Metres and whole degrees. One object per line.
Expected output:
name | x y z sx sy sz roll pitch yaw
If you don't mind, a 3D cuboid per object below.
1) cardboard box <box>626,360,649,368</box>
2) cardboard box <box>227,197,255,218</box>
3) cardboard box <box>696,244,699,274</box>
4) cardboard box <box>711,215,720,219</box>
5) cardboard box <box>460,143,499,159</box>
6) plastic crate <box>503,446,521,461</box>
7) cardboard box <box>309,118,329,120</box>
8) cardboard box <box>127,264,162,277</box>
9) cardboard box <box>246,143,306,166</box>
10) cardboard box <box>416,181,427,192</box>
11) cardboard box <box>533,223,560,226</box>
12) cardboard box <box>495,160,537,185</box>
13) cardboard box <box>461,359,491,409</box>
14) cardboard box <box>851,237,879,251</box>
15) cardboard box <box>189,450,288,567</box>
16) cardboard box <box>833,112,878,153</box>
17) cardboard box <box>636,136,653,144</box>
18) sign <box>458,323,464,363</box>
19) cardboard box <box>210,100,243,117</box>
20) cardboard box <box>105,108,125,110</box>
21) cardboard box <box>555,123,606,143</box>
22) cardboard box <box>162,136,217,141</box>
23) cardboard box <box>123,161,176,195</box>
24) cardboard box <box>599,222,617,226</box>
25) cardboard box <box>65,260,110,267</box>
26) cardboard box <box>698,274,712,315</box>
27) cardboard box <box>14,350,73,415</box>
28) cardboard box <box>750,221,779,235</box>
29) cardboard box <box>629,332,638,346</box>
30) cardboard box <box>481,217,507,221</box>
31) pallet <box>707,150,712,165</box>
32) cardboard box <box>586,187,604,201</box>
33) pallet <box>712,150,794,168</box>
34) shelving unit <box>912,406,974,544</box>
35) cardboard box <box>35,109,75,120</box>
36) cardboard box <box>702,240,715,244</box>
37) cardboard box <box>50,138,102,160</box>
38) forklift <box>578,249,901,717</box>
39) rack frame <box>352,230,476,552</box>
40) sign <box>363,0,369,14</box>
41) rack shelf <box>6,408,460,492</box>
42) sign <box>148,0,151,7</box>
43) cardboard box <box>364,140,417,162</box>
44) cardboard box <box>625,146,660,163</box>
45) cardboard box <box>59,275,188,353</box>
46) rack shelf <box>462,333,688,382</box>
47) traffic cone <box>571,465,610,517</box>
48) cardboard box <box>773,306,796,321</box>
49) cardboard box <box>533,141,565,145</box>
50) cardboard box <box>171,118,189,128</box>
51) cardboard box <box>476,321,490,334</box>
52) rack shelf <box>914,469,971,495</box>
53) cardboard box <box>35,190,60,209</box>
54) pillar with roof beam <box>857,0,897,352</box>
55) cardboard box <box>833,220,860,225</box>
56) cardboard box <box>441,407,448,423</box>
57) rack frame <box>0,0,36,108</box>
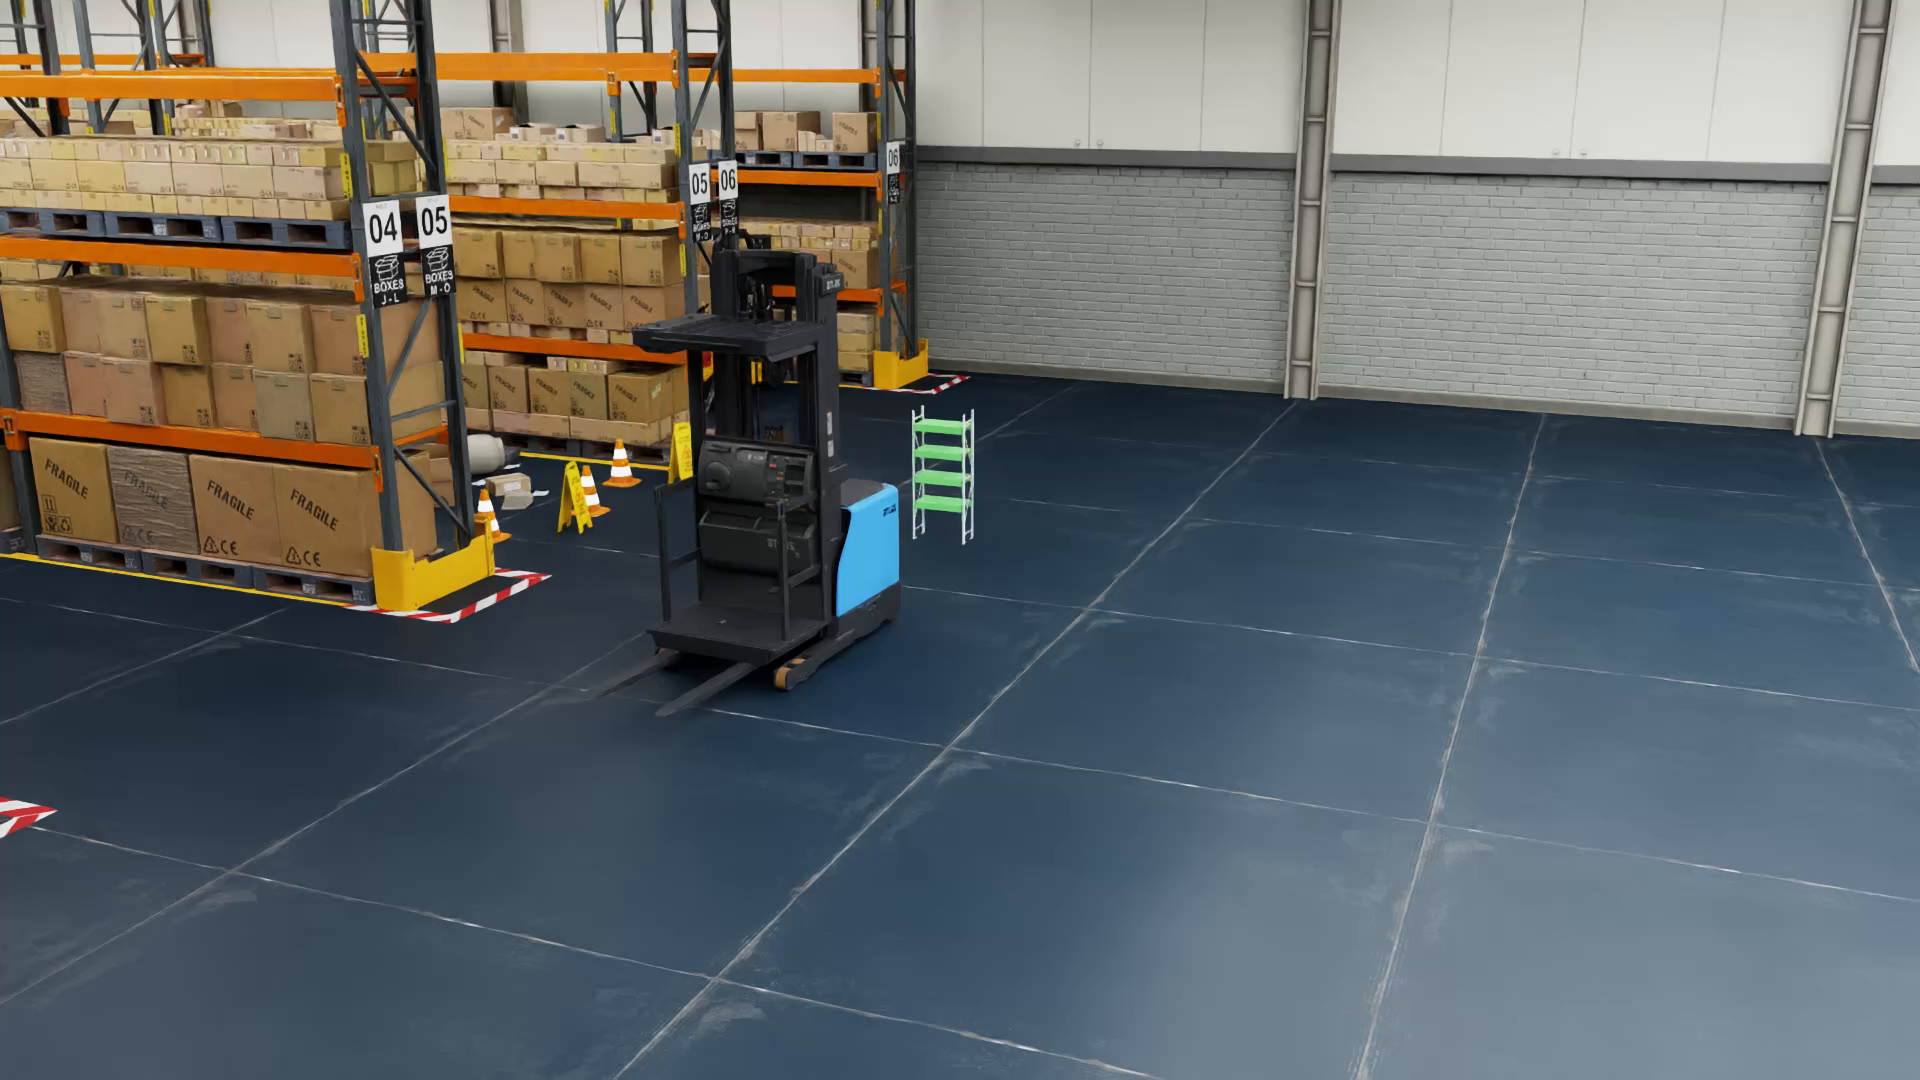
cardboard box | -3.801 -1.775 18.817 0.500 0.500 0.500 6 17 19
cardboard box | -5.505 -2.624 13.047 0.250 0.149 0.380 6 17 21
cardboard box | -3.737 -3.908 23.150 0.500 0.500 0.500 7 17 22
cardboard box | -3.412 -4.500 23.495 0.250 0.149 0.380 6 17 20
cardboard box | -5.210 -4.225 18.064 0.250 0.149 0.380 6 17 19
plastic crate | -5.203 -0.958 18.408 0.583 0.080 0.402 0 16 1
cardboard box | -9.707 -6.357 25.407 0.250 0.149 0.380 6 17 20
cardboard box | -9.750 -3.430 20.217 0.500 0.500 0.500 6 17 19
cardboard box | -5.272 -2.982 12.848 0.250 0.149 0.380 7 17 22
cardboard box | -5.940 -3.916 18.430 0.250 0.149 0.380 6 17 21
cardboard box | -5.913 -4.454 23.871 0.250 0.149 0.380 6 17 19
cardboard box | -4.639 -3.973 17.911 0.500 0.250 0.500 6 17 21
cardboard box | -5.410 -1.793 18.880 0.500 0.500 0.500 7 18 23
cardboard box | -1.249 -3.935 22.081 0.250 0.149 0.380 7 17 21
cardboard box | -5.838 -0.354 14.145 0.875 0.875 0.875 6 17 20
cardboard box | -1.325 -5.333 21.747 0.500 0.500 0.500 7 18 22
cardboard box | -4.239 -5.466 22.837 0.250 0.149 0.380 7 17 22
sign | -4.154 -1.628 13.781 0.005 0.325 0.100 6 17 21
cardboard box | -11.419 -6.719 25.876 0.258 0.266 0.396 6 17 21
cardboard box | -13.769 -6.866 26.979 0.500 0.250 0.500 6 17 21
cardboard box | -5.307 -5.680 23.282 0.500 0.311 0.500 6 17 19
cardboard box | -6.454 -3.308 13.973 0.250 0.149 0.380 6 17 20
cardboard box | -6.322 -2.924 13.364 0.500 0.250 0.500 6 17 21
cardboard box | -5.023 -4.514 24.075 0.250 0.149 0.380 6 17 19
cardboard box | -10.660 -3.656 20.491 0.500 0.500 0.500 6 17 19
cardboard box | -2.980 -2.636 18.237 0.500 0.500 0.500 6 17 20
cardboard box | -7.737 -1.477 14.689 0.550 0.550 0.875 6 17 21
cardboard box | -2.663 -4.252 22.640 0.250 0.149 0.380 7 17 21
cardboard box | -3.344 -2.184 17.843 0.250 0.149 0.380 6 17 20
cardboard box | -6.917 -4.715 24.770 0.250 0.149 0.380 6 17 20
pallet | -3.742 -5.339 23.039 1.213 0.211 1.003 6 17 21
cardboard box | -3.765 -3.705 17.701 0.250 0.149 0.380 6 17 21
pallet | -2.611 -5.214 22.608 1.213 0.211 1.003 6 17 21
shelving unit | -0.154 -0.593 15.141 0.503 1.200 0.258 6 17 21
cardboard box | -14.448 -6.785 26.701 0.500 0.250 0.500 6 17 20
cardboard box | -3.405 -4.163 22.867 0.250 0.149 0.380 6 17 20
cardboard box | -7.161 -3.189 13.563 0.250 0.149 0.380 6 17 20
forklift | -1.548 -0.492 11.688 1.130 2.935 3.031 7 18 24
rack frame | -4.364 -1.031 13.420 0.127 3.000 1.000 6 17 21
sign | -8.456 -7.657 23.666 0.005 0.325 0.100 6 17 21
rack shelf | -6.224 -0.890 14.225 4.000 0.370 1.077 6 17 21
sign | -9.893 -6.652 20.207 0.005 0.325 0.100 6 17 21
cardboard box | -4.557 -3.100 13.255 0.250 0.149 0.380 6 17 21
cardboard box | -3.290 -4.022 17.364 0.250 0.149 0.380 7 17 22
cardboard box | -7.200 -1.958 14.407 0.550 0.550 0.875 6 17 21
rack shelf | -4.502 -2.184 18.682 4.000 0.370 1.077 6 17 21
traffic cone | -3.606 -0.493 16.119 0.334 0.463 0.336 6 17 21
cardboard box | -2.317 -3.040 22.726 0.500 0.250 0.500 7 17 21
cardboard box | -4.510 -4.327 18.415 0.250 0.149 0.380 7 17 21
cardboard box | -11.870 -6.408 25.547 0.250 0.149 0.380 7 18 22
cardboard box | -5.198 -2.413 18.631 0.250 0.149 0.380 6 17 20
rack shelf | -0.154 -0.532 15.159 0.480 0.148 0.258 6 17 21
cardboard box | -7.397 -2.832 13.763 0.250 0.149 0.380 6 17 21
pillar with roof beam | -2.720 -5.682 18.681 0.400 9.000 9.100 6 17 21
cardboard box | -1.539 -4.263 22.679 0.250 0.149 0.380 7 17 22
cardboard box | -5.913 -1.485 19.162 0.500 0.250 0.500 5 17 18
rack frame | -15.708 -8.130 27.115 0.127 3.000 1.000 6 17 21
